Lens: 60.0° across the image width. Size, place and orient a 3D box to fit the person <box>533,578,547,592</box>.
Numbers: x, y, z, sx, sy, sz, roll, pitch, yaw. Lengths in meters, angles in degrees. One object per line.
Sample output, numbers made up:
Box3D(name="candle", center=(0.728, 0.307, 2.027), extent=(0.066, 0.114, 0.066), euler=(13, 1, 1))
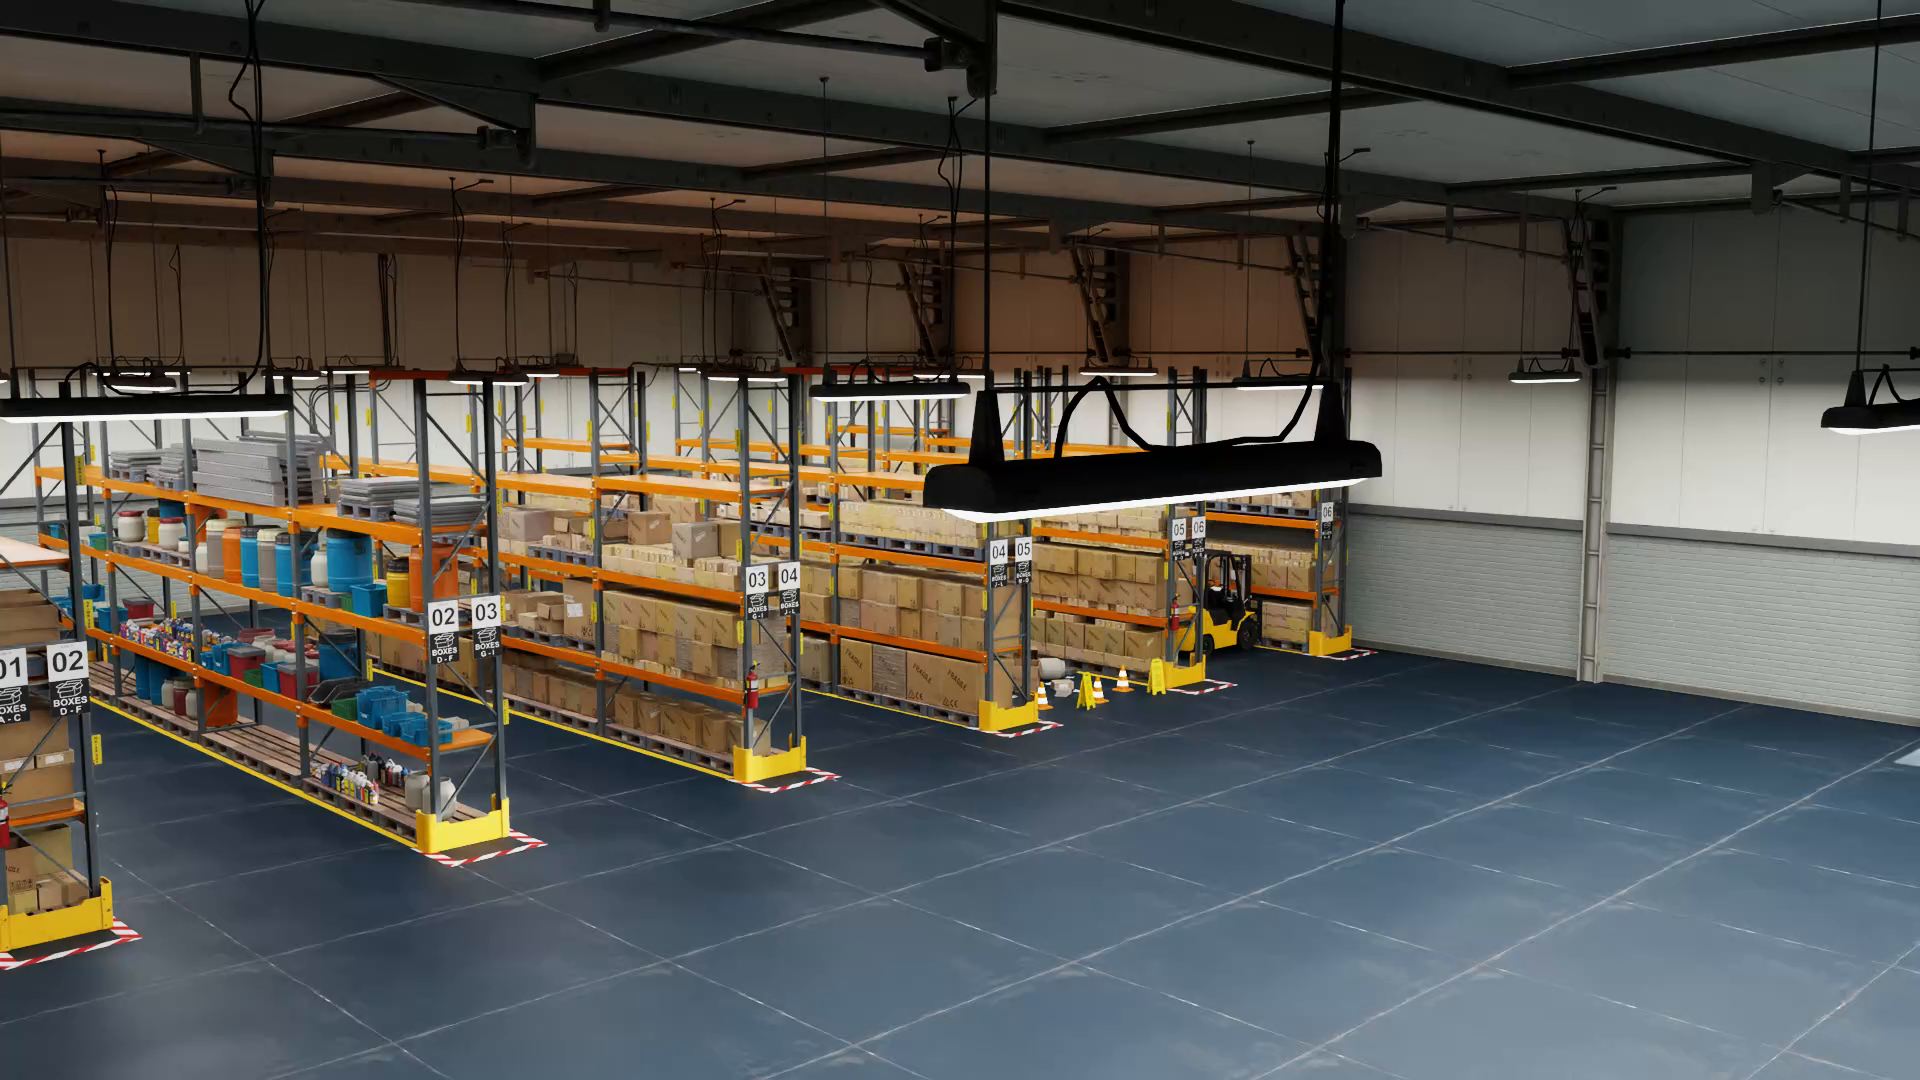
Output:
Box3D(name="person", center=(-10.574, 0.798, 41.569), extent=(0.467, 1.663, 0.457), euler=(-1, 7, -9))
